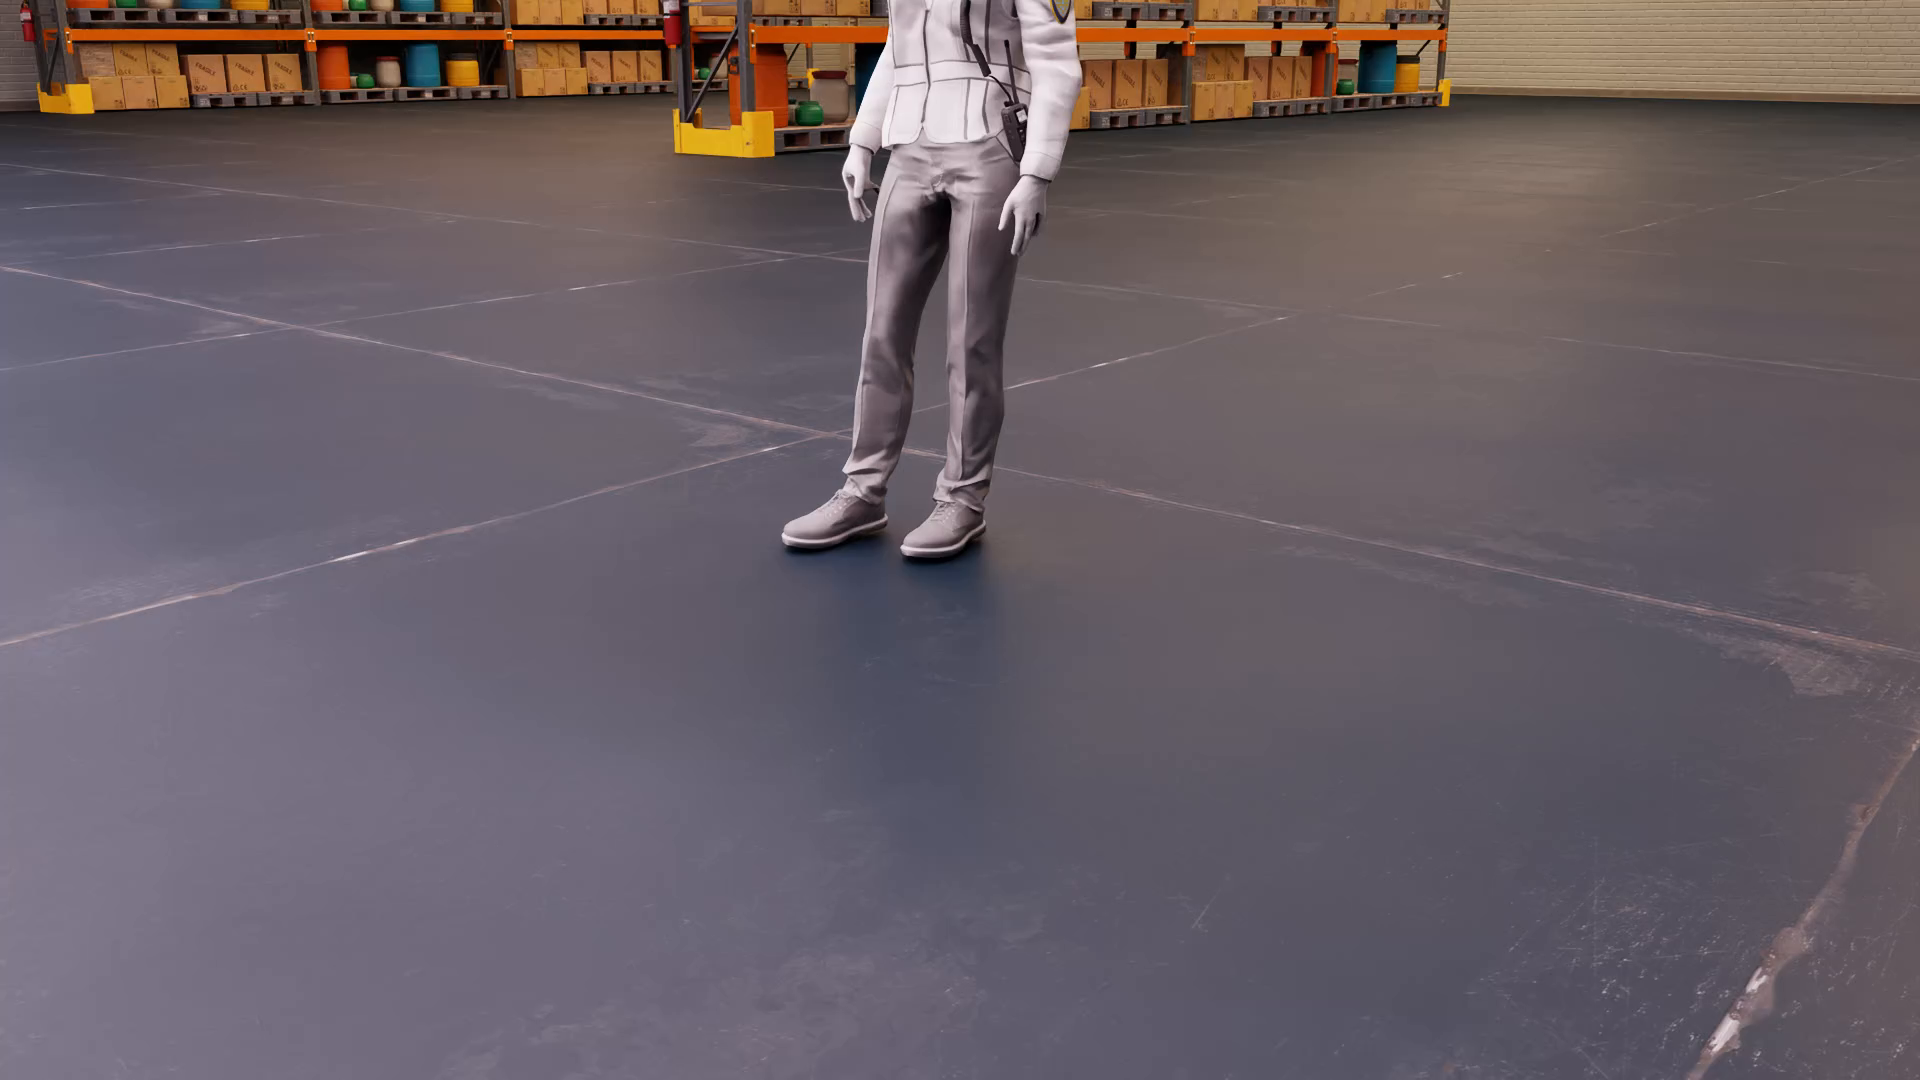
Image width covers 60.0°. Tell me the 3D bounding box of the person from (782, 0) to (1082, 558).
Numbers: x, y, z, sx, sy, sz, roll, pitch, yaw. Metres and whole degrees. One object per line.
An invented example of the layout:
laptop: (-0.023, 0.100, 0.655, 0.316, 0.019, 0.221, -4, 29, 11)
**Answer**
person: (-0.049, -0.803, 3.647, 0.587, 1.694, 0.530, 13, 21, 37)
